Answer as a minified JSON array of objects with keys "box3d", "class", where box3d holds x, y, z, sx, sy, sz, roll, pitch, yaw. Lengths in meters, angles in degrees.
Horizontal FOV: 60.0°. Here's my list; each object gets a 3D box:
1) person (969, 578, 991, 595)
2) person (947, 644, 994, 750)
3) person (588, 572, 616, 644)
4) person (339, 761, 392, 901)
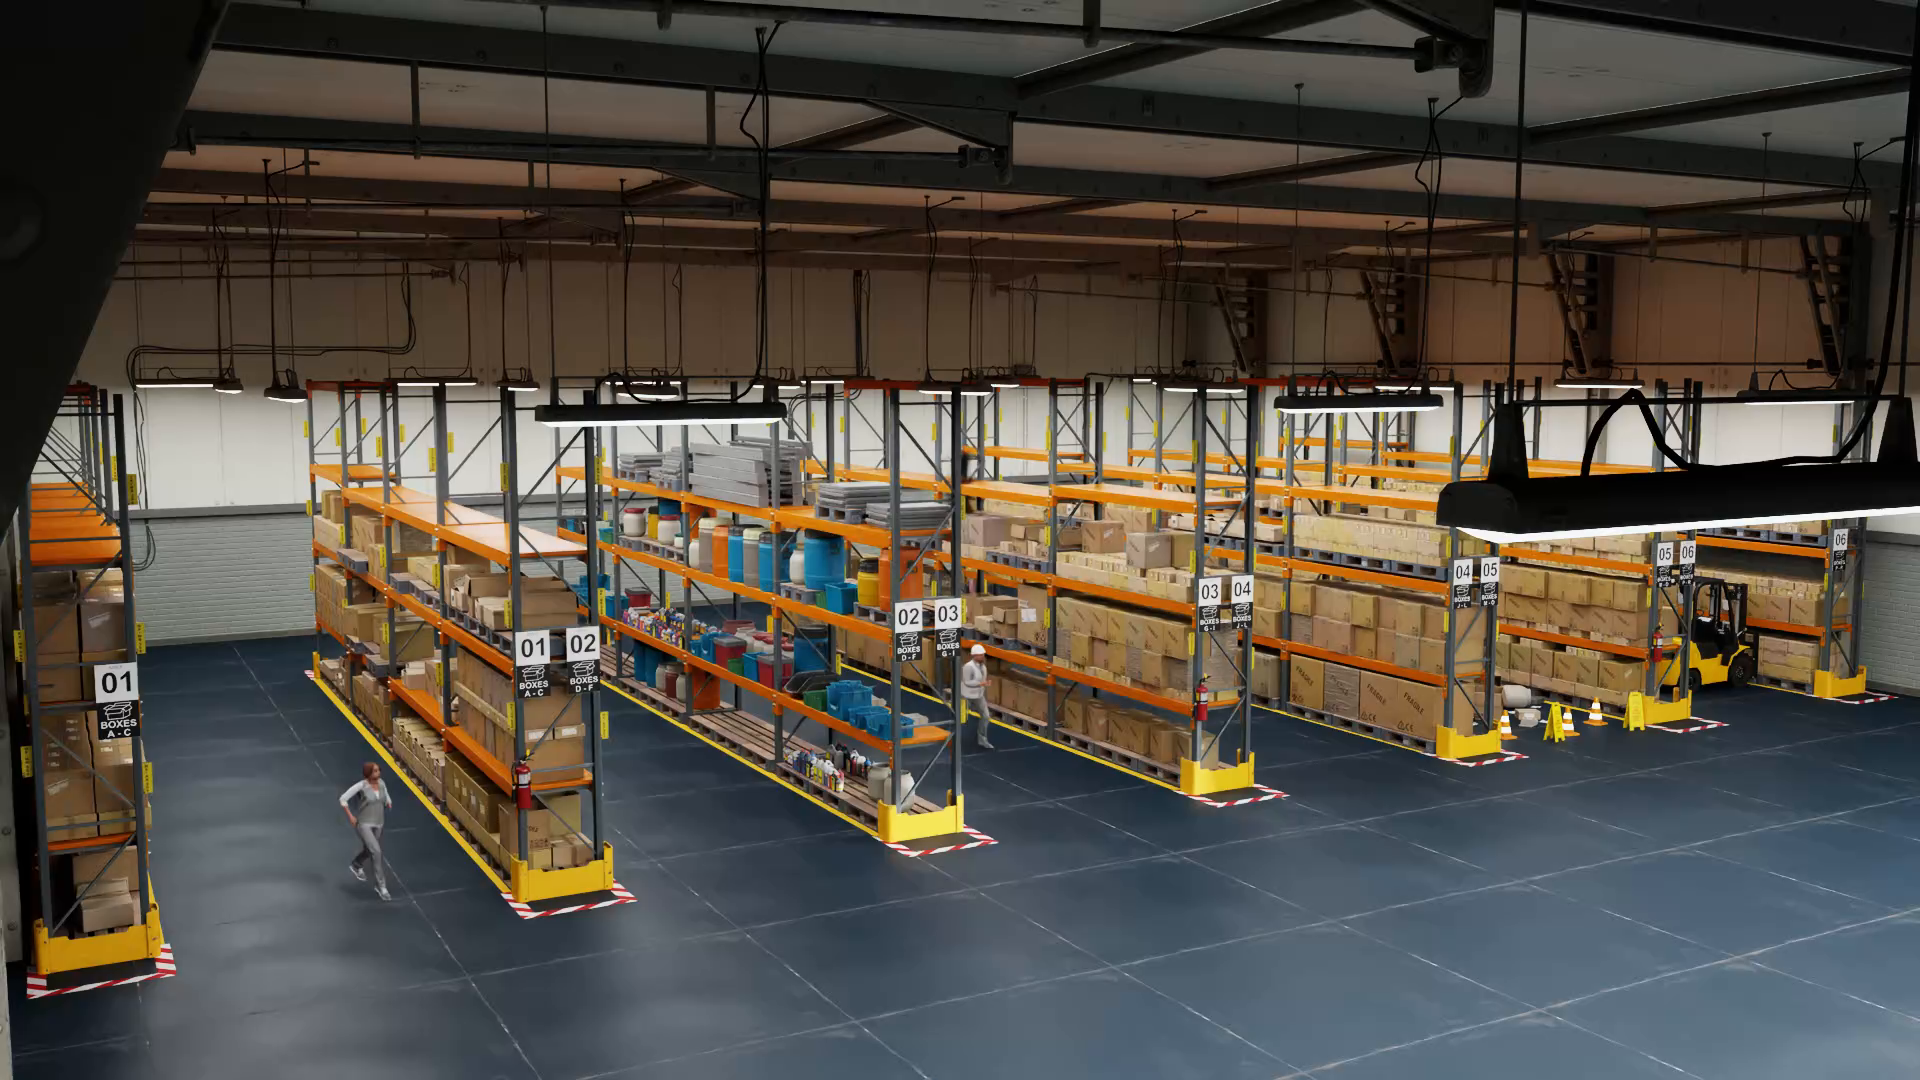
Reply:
[{"box3d":[0.467,0.957,42.624,0.584,1.649,0.907,5,8,41],"class":"person"},{"box3d":[0.187,2.561,27.364,0.975,1.752,0.658,6,8,42],"class":"person"},{"box3d":[-8.153,1.527,37.289,0.880,1.672,0.631,-1,6,-11],"class":"person"},{"box3d":[-7.082,3.426,19.841,0.869,1.621,0.571,4,7,33],"class":"person"}]
